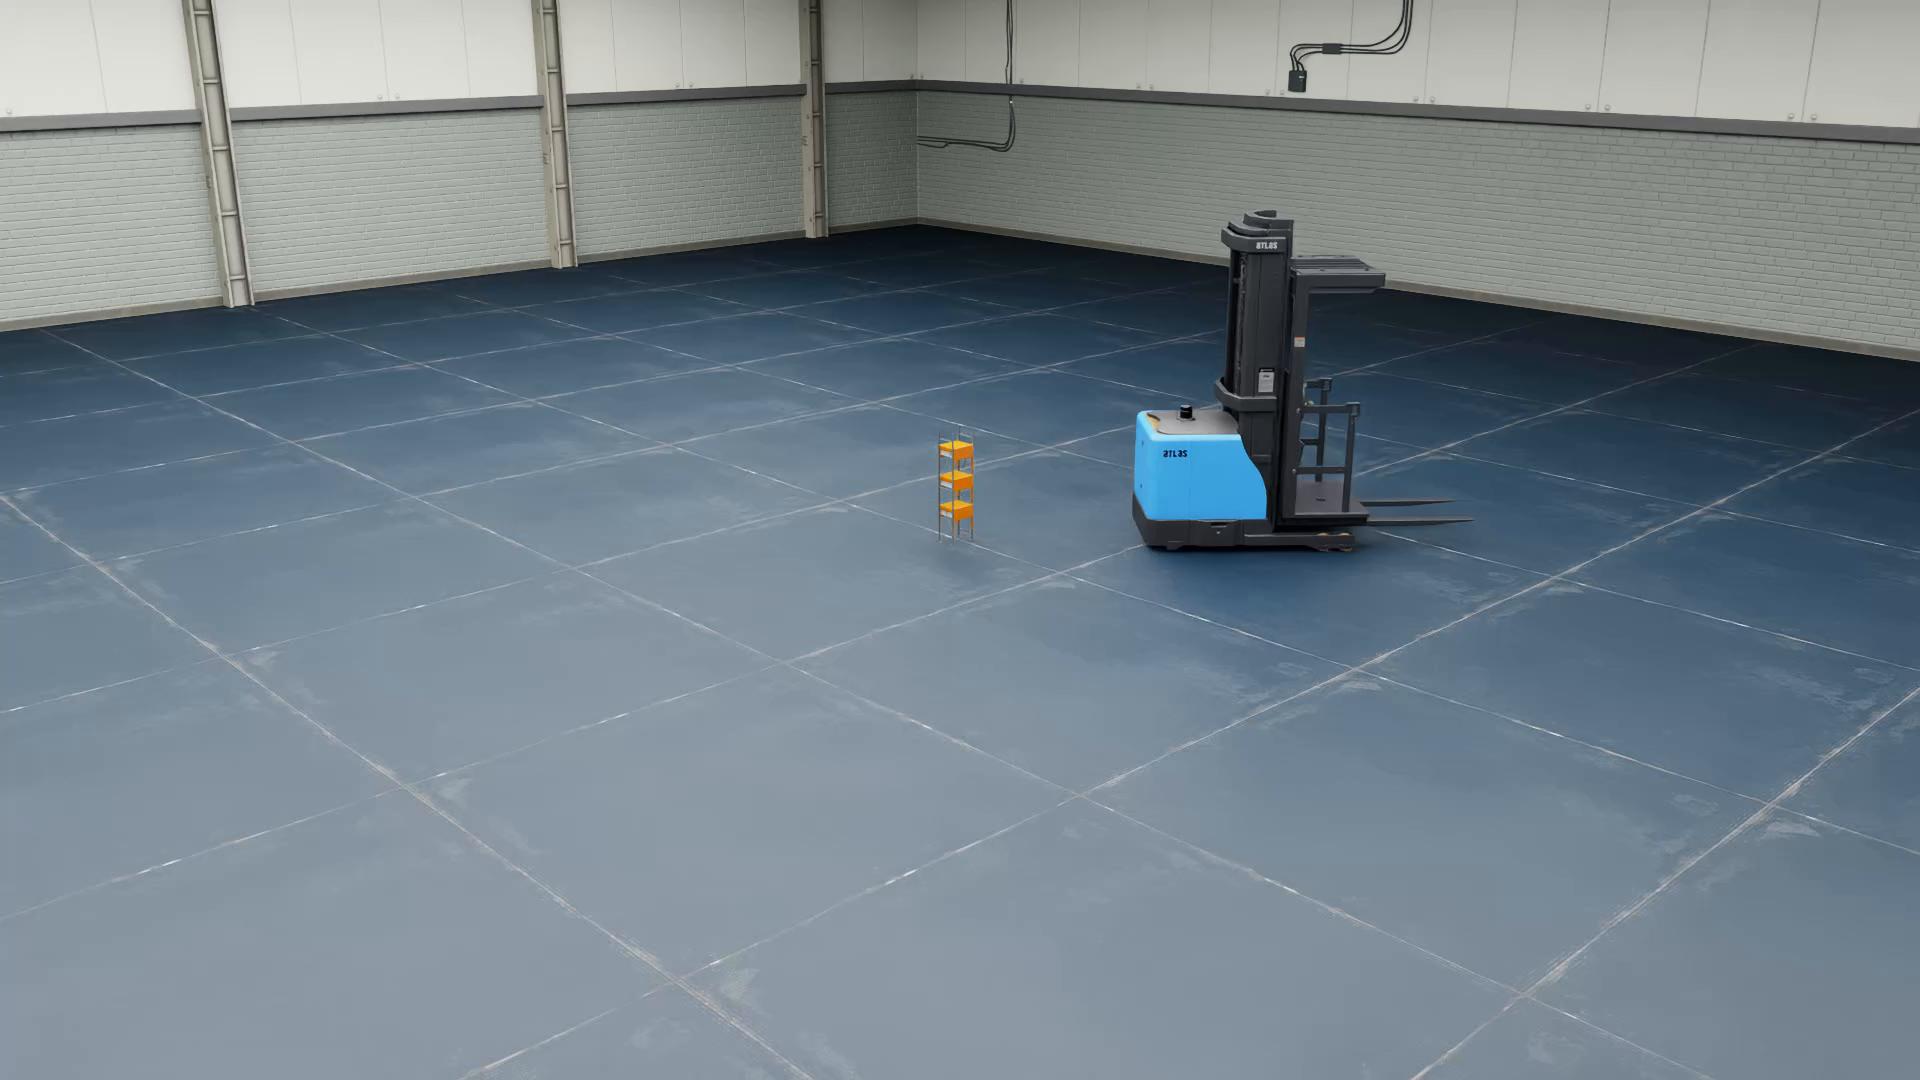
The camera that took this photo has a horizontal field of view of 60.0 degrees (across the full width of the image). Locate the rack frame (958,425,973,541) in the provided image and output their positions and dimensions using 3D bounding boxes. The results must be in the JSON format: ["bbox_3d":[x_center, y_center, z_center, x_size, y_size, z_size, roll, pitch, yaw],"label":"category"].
[{"bbox_3d":[0.050,-0.514,15.133,0.008,1.050,0.200,-16,24,-41],"label":"rack frame"}]

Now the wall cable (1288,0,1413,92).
[{"bbox_3d":[6.555,-10.461,27.410,0.169,6.003,2.305,-16,24,-41],"label":"wall cable"}]

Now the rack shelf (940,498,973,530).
[{"bbox_3d":[-0.039,-0.214,15.142,0.240,0.259,0.215,-16,24,-41],"label":"rack shelf"}]

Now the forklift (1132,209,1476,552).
[{"bbox_3d":[3.158,-1.451,14.974,3.031,2.935,1.130,-1,18,-2],"label":"forklift"}]

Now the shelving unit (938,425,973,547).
[{"bbox_3d":[-0.039,-0.488,15.053,0.252,1.050,0.215,-16,24,-41],"label":"shelving unit"}]

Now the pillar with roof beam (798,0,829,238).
[{"bbox_3d":[-0.047,-9.681,30.520,0.400,9.000,9.100,-16,24,-41],"label":"pillar with roof beam"}]

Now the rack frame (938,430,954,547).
[{"bbox_3d":[-0.128,-0.462,14.973,0.008,1.050,0.200,-16,24,-41],"label":"rack frame"}]

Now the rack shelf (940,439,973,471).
[{"bbox_3d":[-0.039,-0.748,14.969,0.240,0.259,0.215,-16,24,-41],"label":"rack shelf"}]

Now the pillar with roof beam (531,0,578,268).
[{"bbox_3d":[-4.407,-8.410,26.599,0.400,9.000,9.100,-16,24,-41],"label":"pillar with roof beam"}]

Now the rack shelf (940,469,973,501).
[{"bbox_3d":[-0.039,-0.478,15.056,0.240,0.259,0.215,-16,24,-41],"label":"rack shelf"}]

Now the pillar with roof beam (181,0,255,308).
[{"bbox_3d":[-8.766,-7.139,22.677,0.400,9.000,9.100,-16,24,-41],"label":"pillar with roof beam"}]

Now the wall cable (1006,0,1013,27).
[{"bbox_3d":[1.903,-11.293,32.337,0.112,2.526,3.097,-16,24,-41],"label":"wall cable"}]

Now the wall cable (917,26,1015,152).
[{"bbox_3d":[0.045,-9.497,34.986,0.112,2.526,3.097,-16,24,-41],"label":"wall cable"}]
